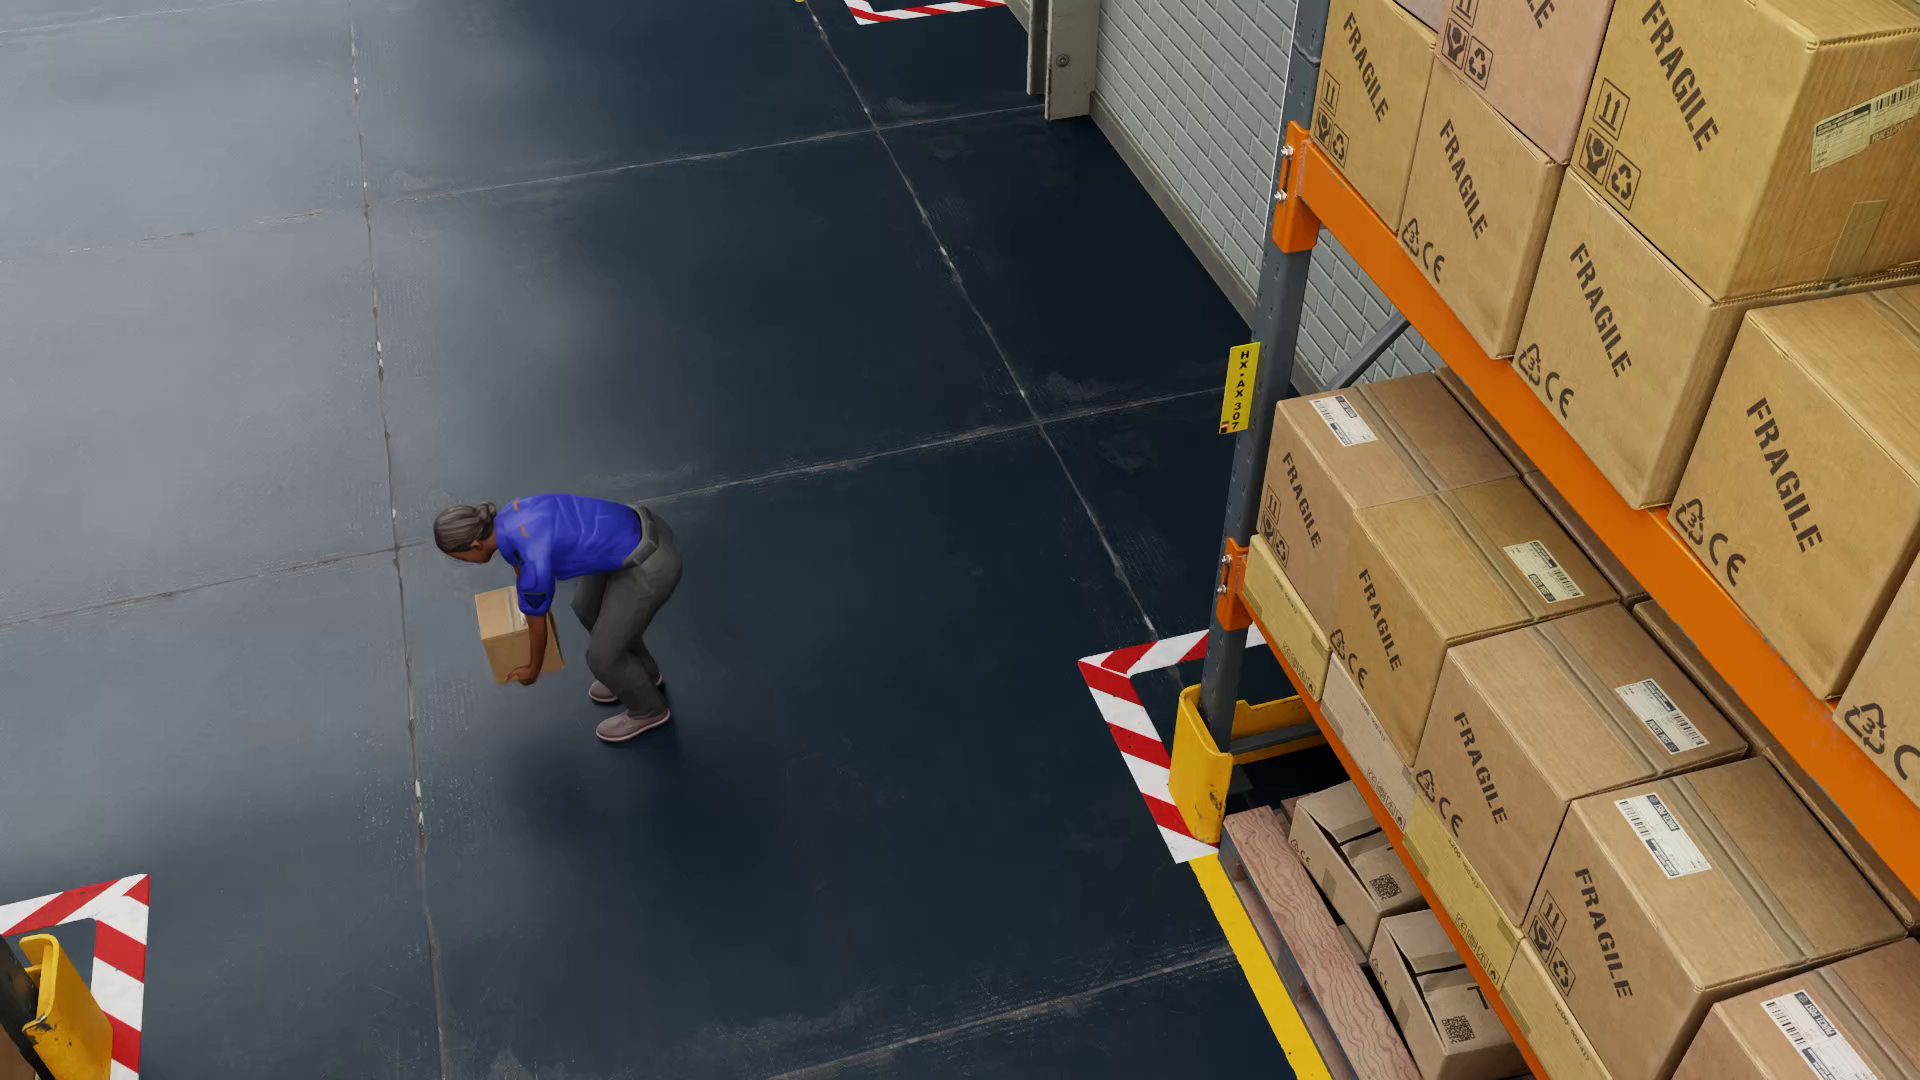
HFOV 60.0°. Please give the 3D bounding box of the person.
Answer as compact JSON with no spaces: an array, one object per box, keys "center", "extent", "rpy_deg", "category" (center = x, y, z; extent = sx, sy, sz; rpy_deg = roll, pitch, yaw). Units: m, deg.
[{"center":[-1.439,0.263,6.223],"extent":[0.830,1.196,0.416],"rpy_deg":[-14,44,-14],"category":"person"}]
